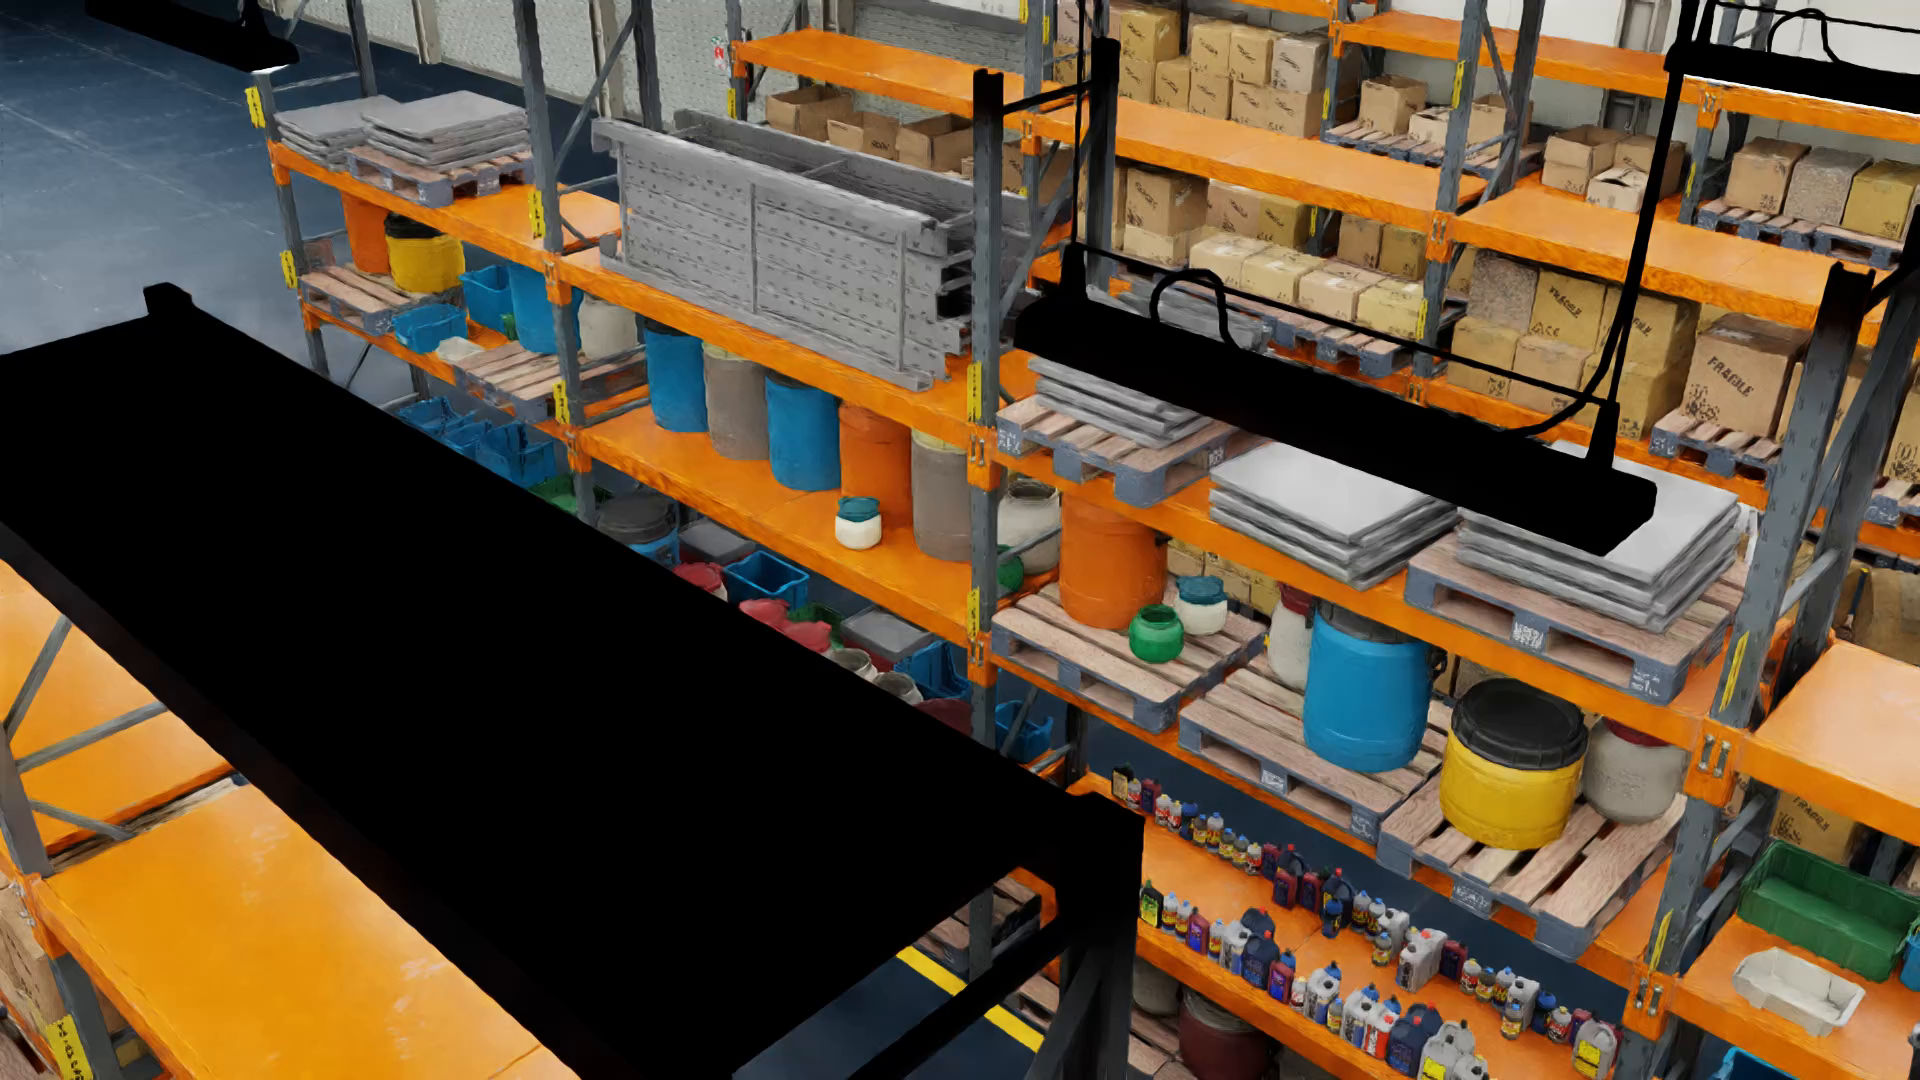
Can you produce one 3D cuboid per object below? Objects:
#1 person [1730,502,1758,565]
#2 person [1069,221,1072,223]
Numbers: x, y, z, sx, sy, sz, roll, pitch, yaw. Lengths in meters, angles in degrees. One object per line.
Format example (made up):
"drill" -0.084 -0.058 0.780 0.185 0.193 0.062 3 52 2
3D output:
"person" 6.358 0.296 14.064 0.640 1.593 0.495 6 30 11
"person" 1.395 -2.934 19.679 0.752 1.732 0.678 11 31 19
